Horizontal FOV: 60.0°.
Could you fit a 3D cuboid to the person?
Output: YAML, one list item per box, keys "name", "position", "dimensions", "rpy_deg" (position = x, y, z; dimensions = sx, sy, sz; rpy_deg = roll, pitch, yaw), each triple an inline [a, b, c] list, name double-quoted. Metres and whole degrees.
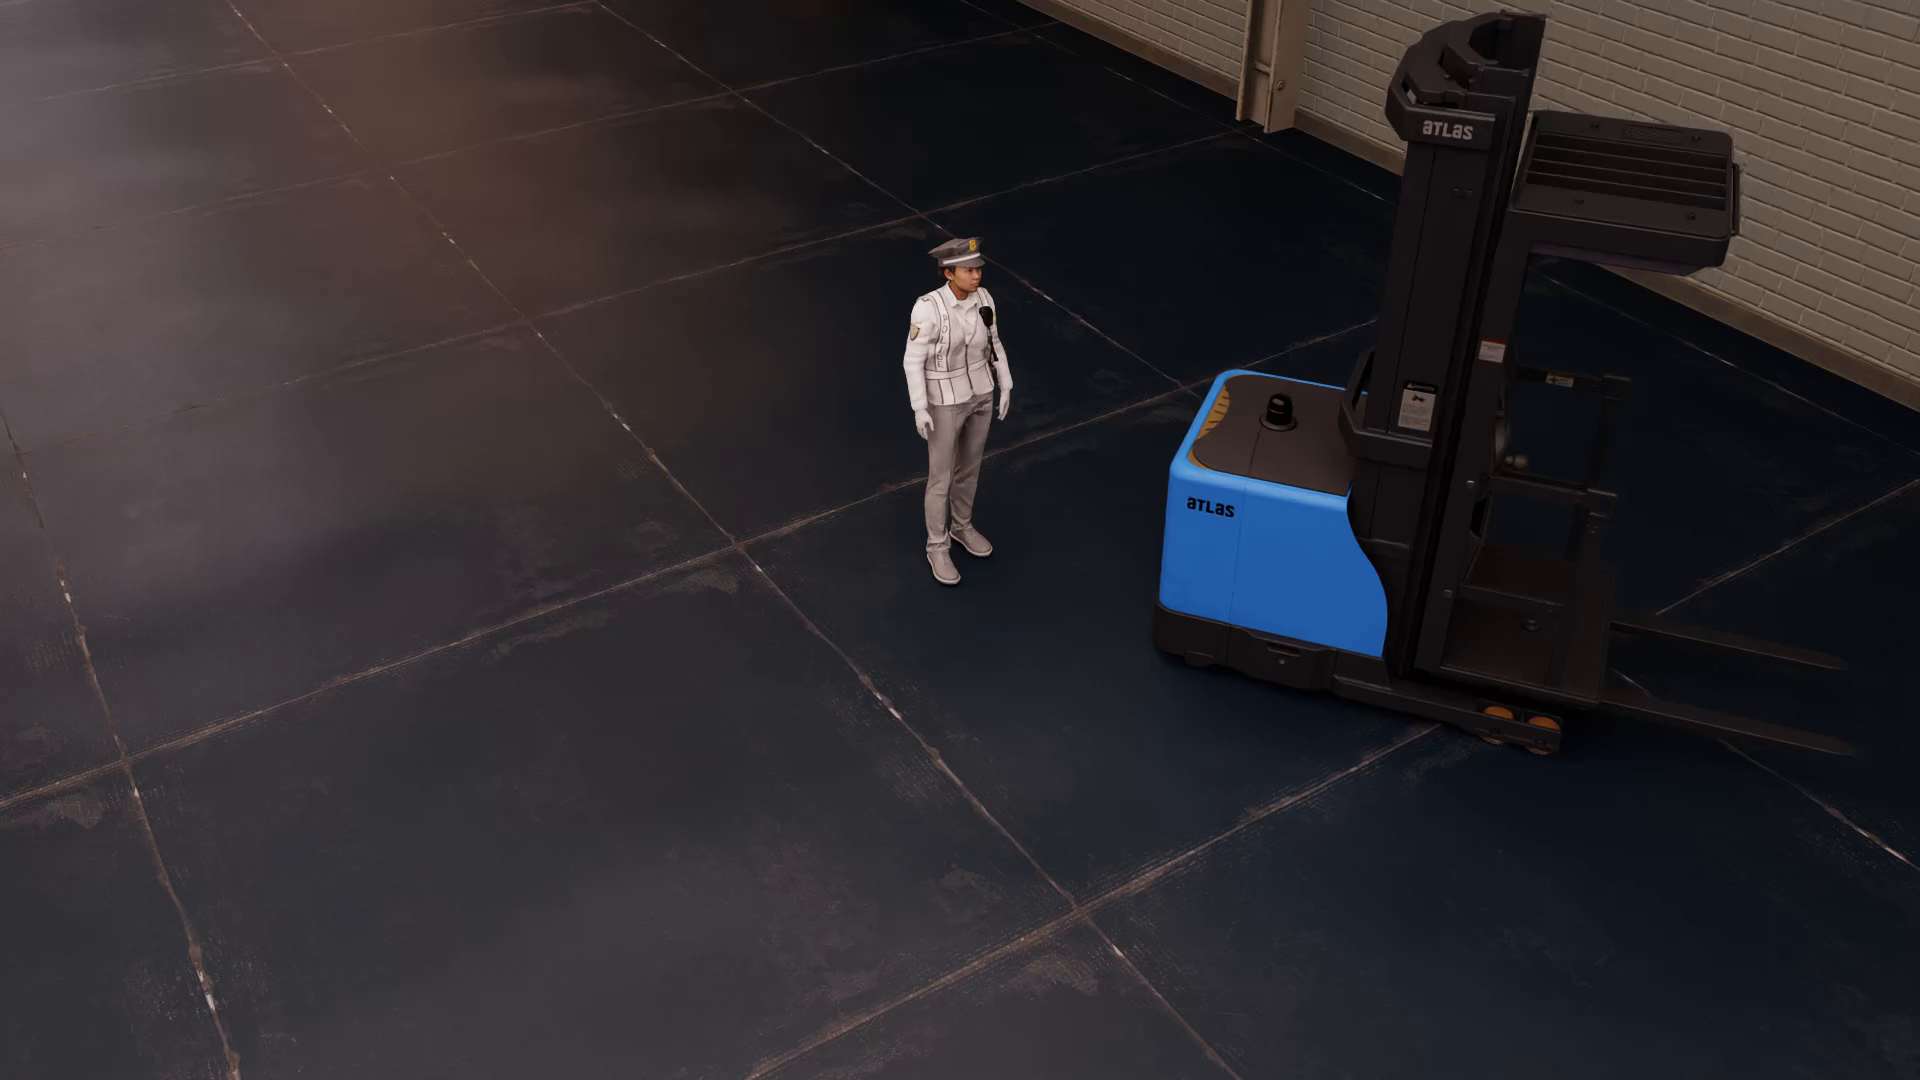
- name: "person"
  position: [0.031, -0.664, 8.156]
  dimensions: [0.586, 1.694, 0.531]
  rpy_deg: [-21, 40, -27]

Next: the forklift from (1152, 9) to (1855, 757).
- name: "forklift"
  position: [2.484, -0.599, 7.000]
  dimensions: [3.031, 2.935, 1.130]
  rpy_deg: [13, 37, 17]
